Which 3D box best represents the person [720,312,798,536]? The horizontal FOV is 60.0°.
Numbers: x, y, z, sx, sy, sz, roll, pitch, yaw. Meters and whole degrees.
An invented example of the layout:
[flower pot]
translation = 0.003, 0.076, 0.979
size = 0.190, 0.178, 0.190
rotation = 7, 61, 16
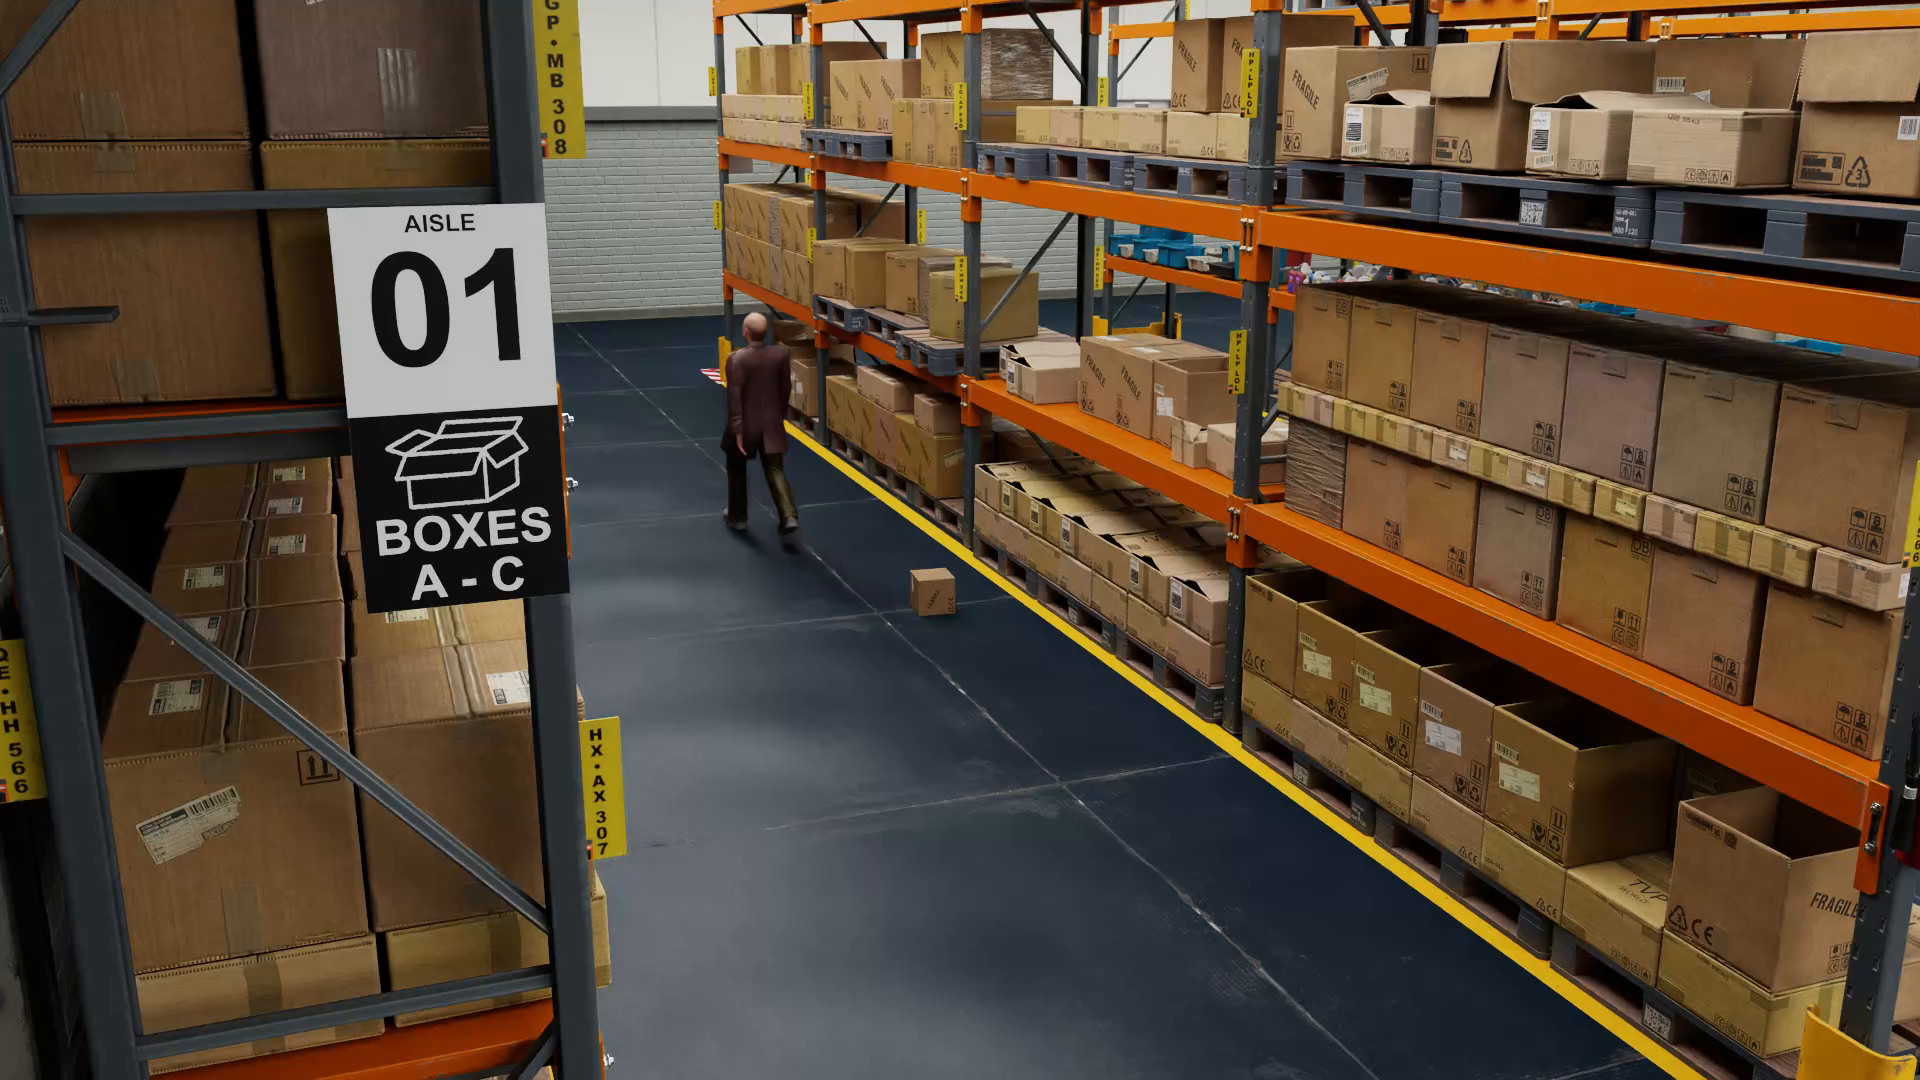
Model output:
[person]
translation = -1.552, -0.887, 12.771
size = 0.565, 1.732, 1.082
rotation = -8, 17, -26
